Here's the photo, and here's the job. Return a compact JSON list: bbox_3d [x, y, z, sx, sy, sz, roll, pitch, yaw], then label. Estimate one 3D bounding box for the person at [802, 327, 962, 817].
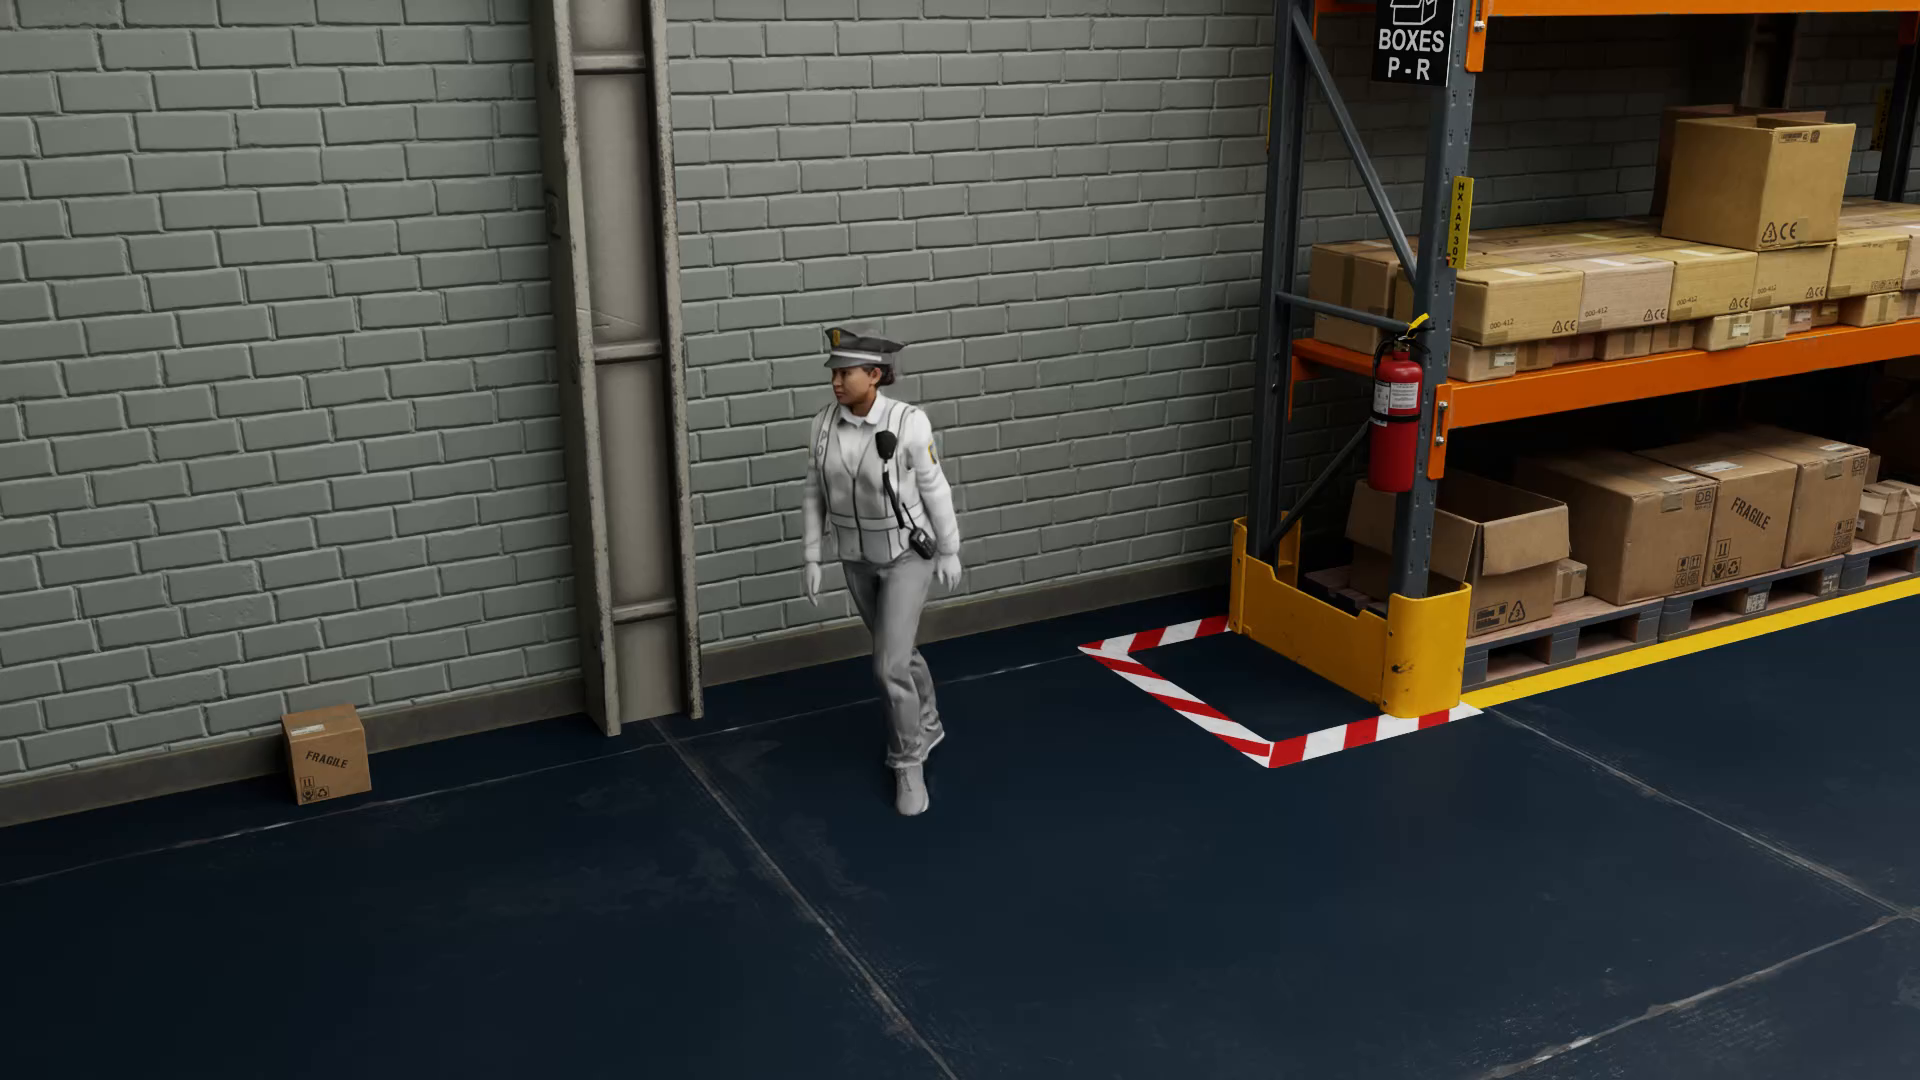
[{"bbox_3d":[-0.252,0.073,5.848,0.529,1.723,0.528,11,21,29],"label":"person"}]
